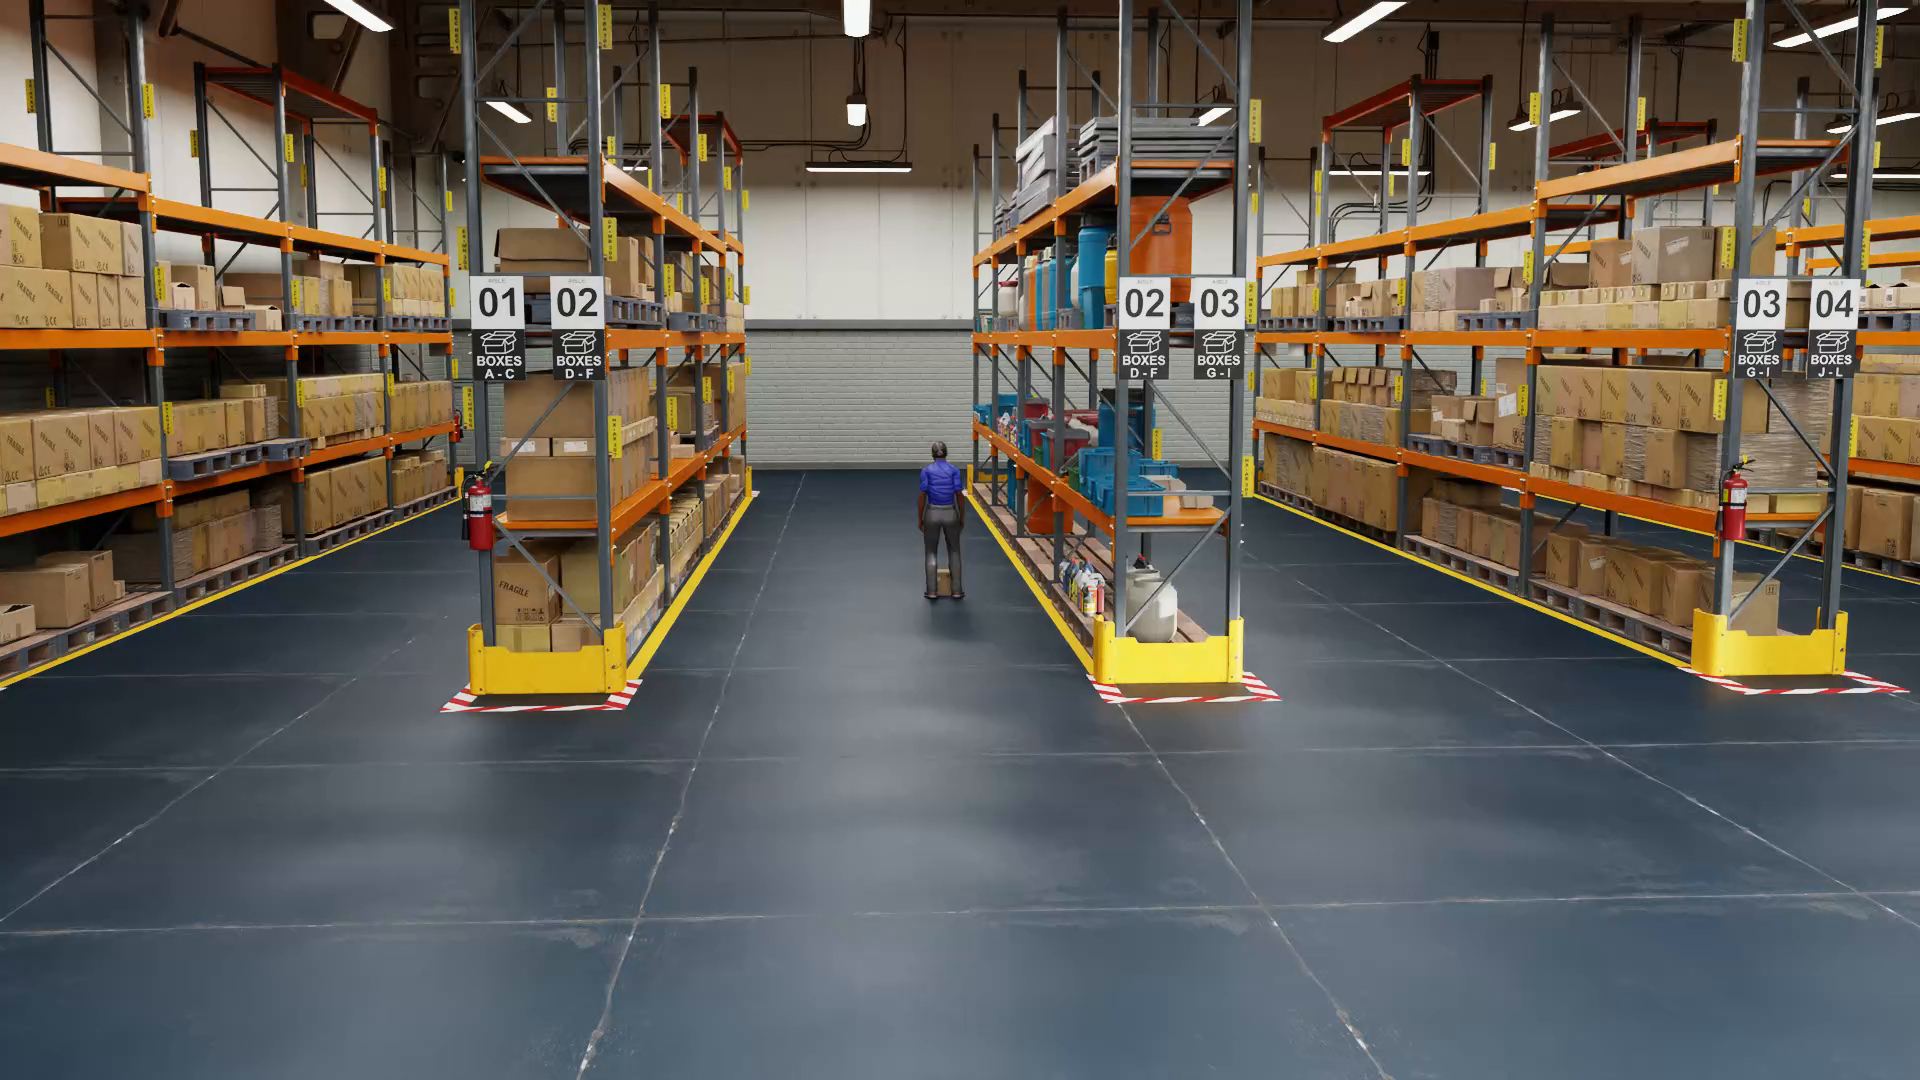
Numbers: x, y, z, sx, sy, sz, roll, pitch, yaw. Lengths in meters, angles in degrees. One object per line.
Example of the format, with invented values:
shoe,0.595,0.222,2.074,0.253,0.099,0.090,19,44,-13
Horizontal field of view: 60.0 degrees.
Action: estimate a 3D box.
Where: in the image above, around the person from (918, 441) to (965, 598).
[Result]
person,-0.191,-0.214,17.524,0.505,1.655,0.347,0,7,-3
